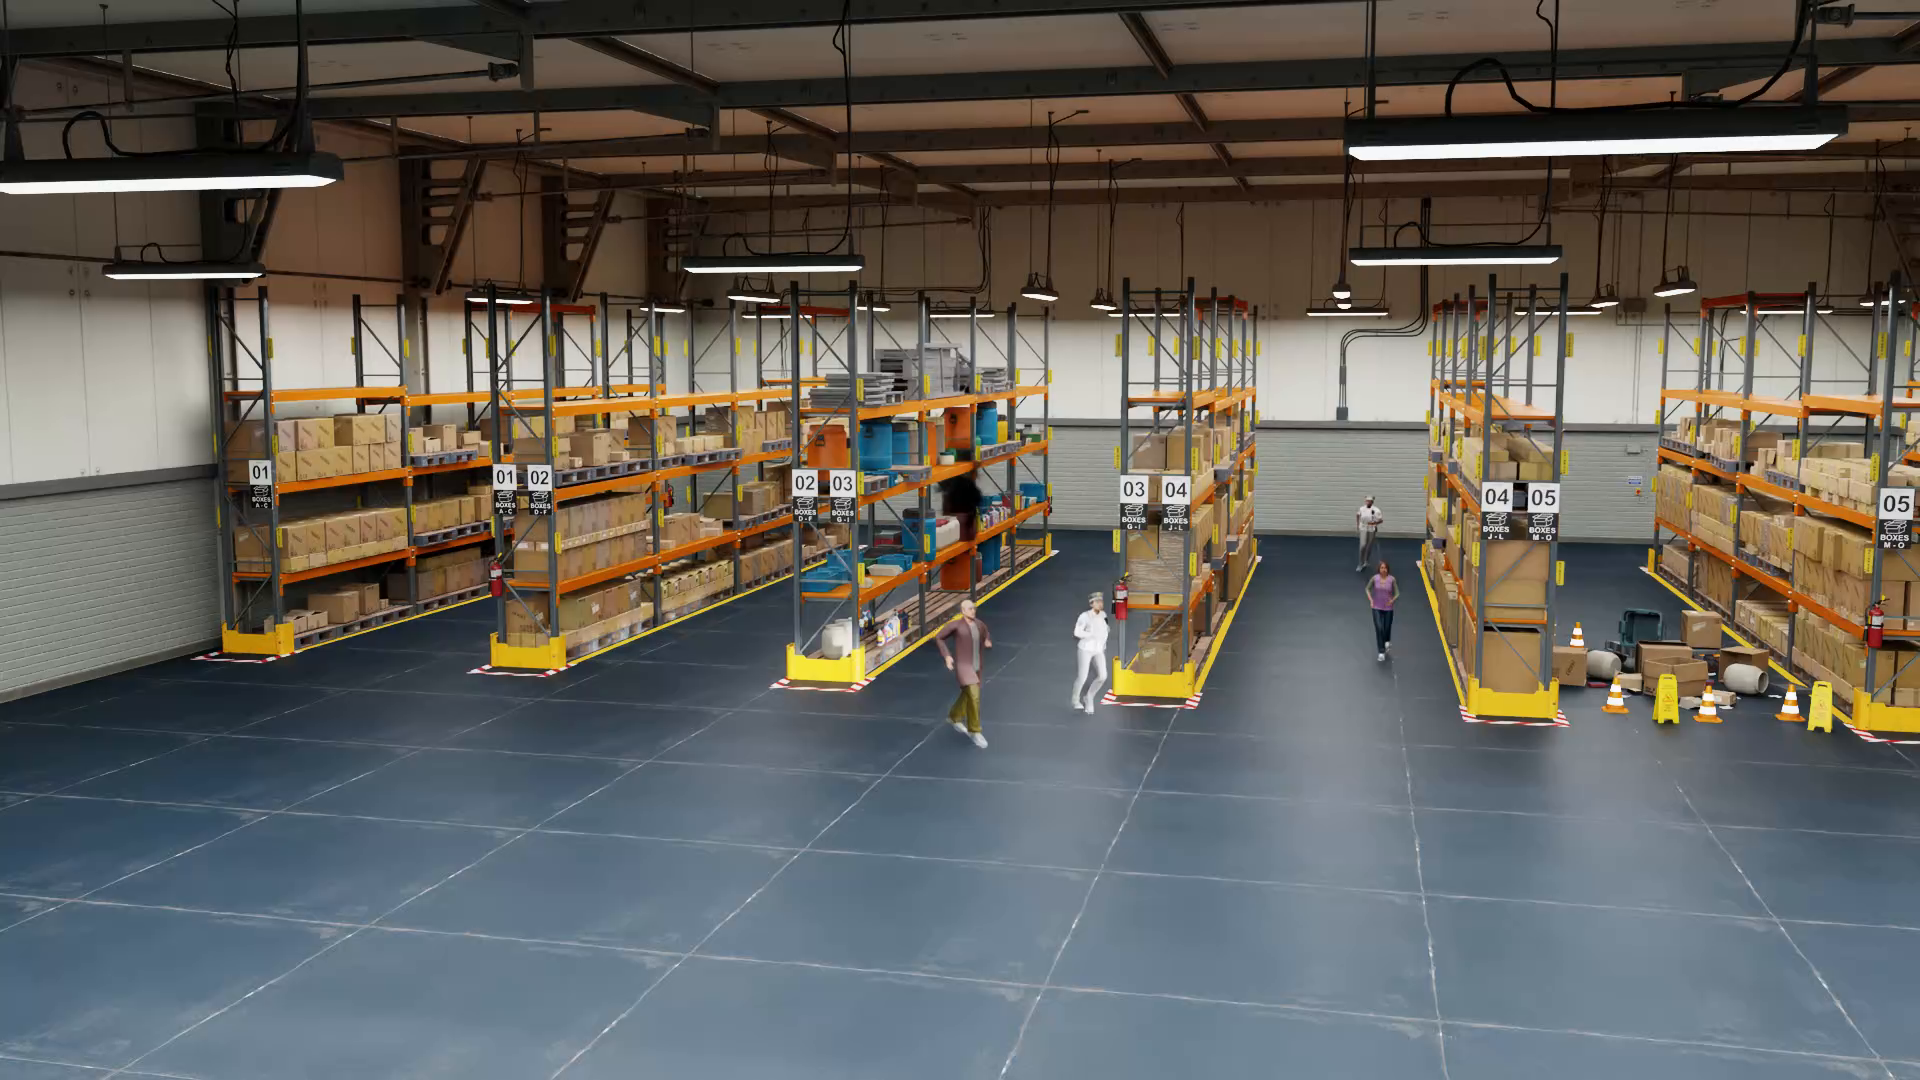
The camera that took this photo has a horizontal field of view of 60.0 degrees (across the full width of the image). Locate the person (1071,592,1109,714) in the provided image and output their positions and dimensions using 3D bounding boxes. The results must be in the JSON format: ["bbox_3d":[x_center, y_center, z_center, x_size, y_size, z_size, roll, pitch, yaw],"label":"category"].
[{"bbox_3d":[1.852,1.555,22.915,0.617,1.709,0.666,-3,7,-22],"label":"person"}]

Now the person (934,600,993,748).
[{"bbox_3d":[0.095,1.673,21.268,0.680,1.836,0.898,-6,9,-44],"label":"person"}]

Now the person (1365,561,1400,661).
[{"bbox_3d":[6.840,1.129,26.960,0.548,1.588,0.681,2,7,13],"label":"person"}]

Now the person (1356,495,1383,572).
[{"bbox_3d":[9.288,-0.170,37.729,0.583,1.744,0.802,2,7,16],"label":"person"}]
